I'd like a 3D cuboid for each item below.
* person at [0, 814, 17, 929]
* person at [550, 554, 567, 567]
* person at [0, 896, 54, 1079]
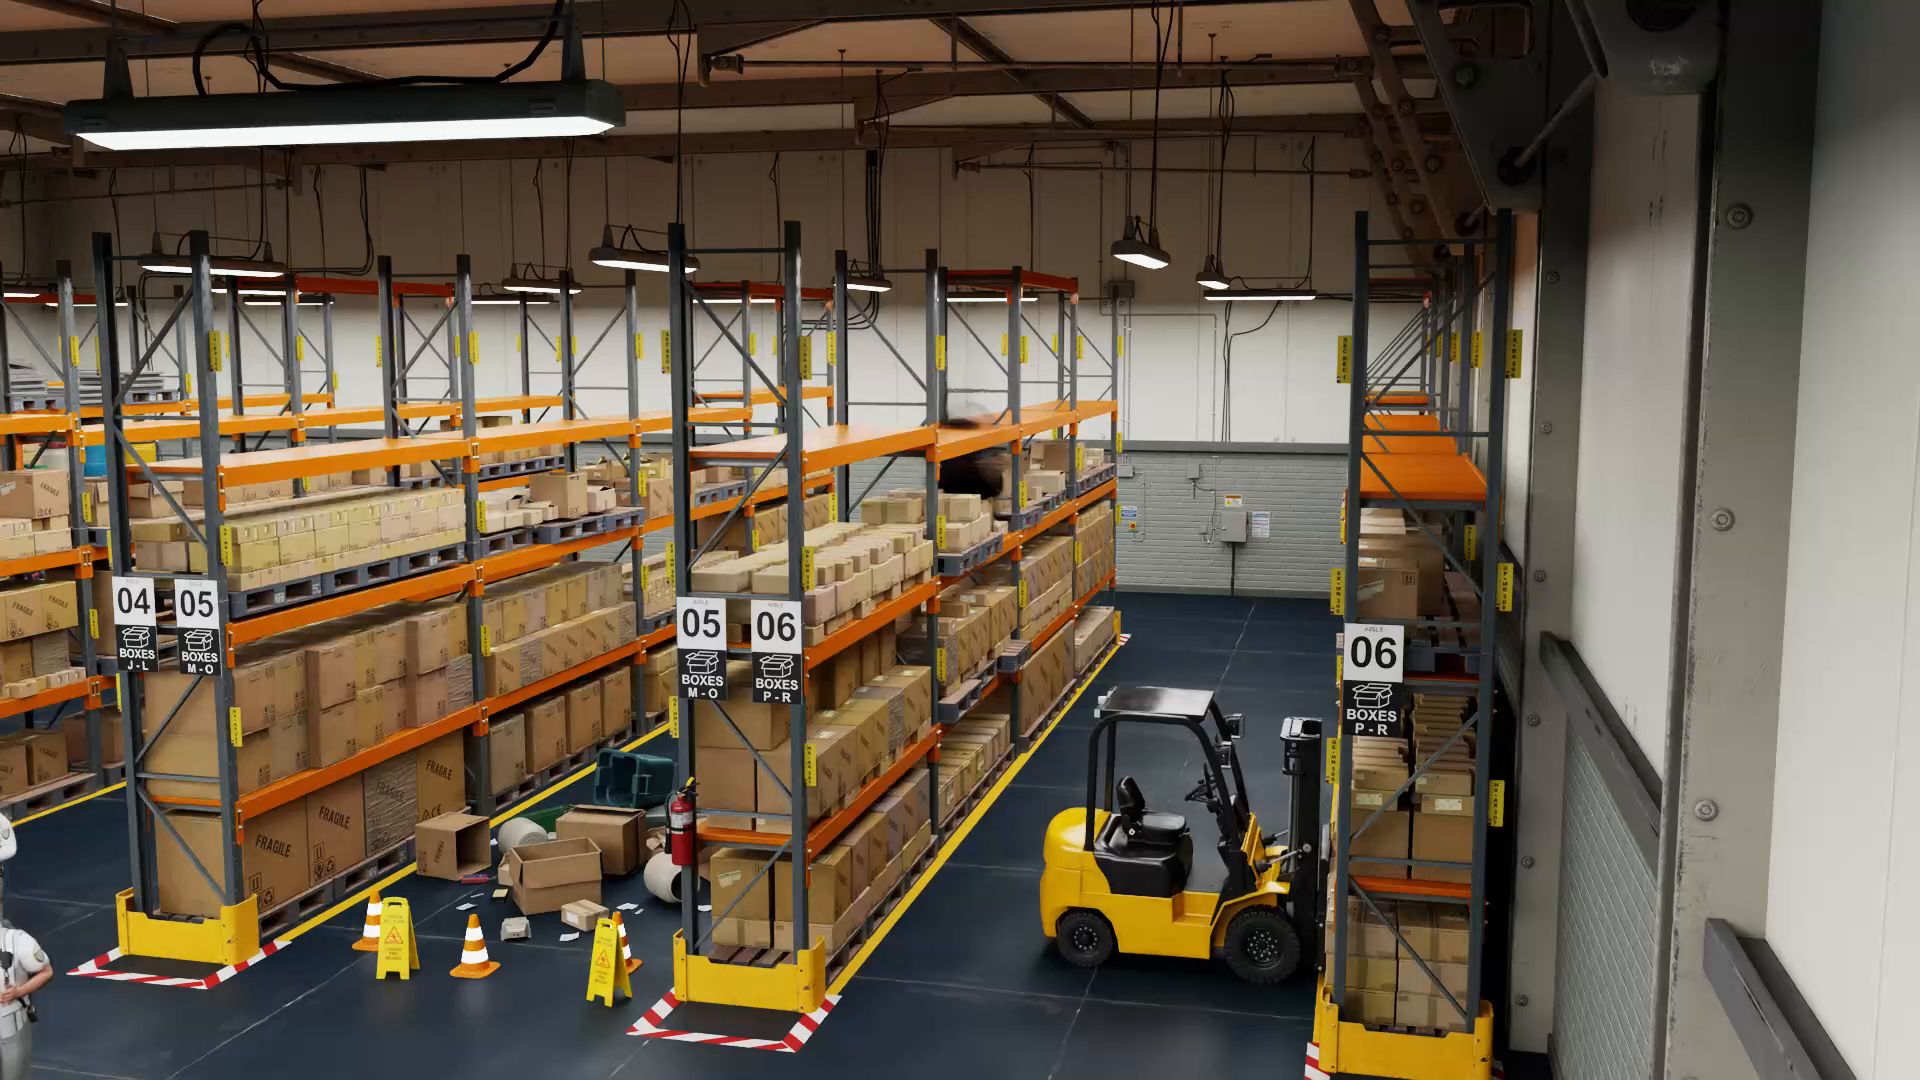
[{"bbox_3d":[-7.817,2.728,13.241,0.620,1.689,0.915,-1,7,-4],"label":"person"},{"bbox_3d":[-6.447,0.983,27.274,0.676,1.751,0.916,1,7,8],"label":"person"},{"bbox_3d":[-5.969,3.037,10.327,0.640,1.818,0.910,-3,8,-23],"label":"person"}]
